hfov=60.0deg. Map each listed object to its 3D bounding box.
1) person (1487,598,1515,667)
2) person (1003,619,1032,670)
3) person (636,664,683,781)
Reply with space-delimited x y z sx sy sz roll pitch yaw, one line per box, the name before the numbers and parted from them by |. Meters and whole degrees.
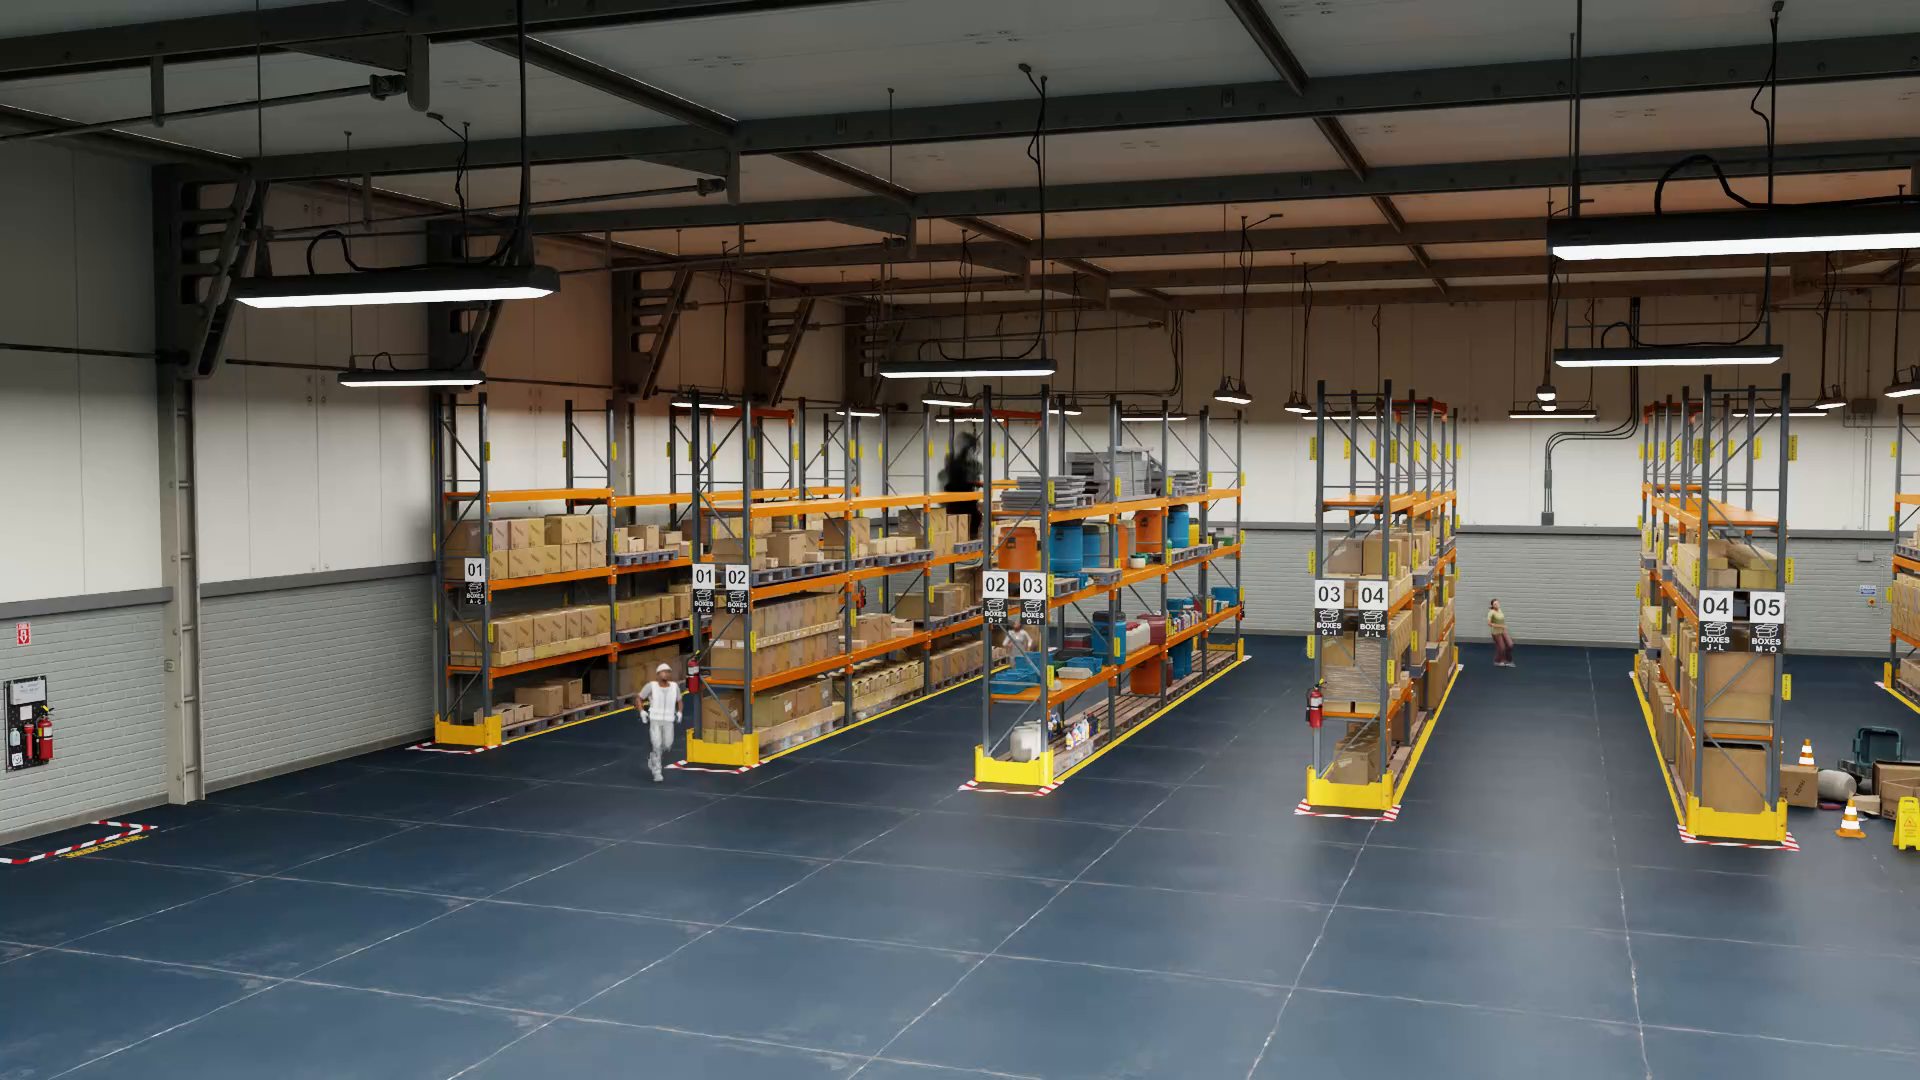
person | 12.506 2.167 38.562 0.751 1.648 0.560 -1 3 -24
person | 1.155 2.390 33.757 0.568 1.584 0.852 0 3 9
person | -4.589 2.782 25.536 0.728 1.748 0.655 -1 3 -26
